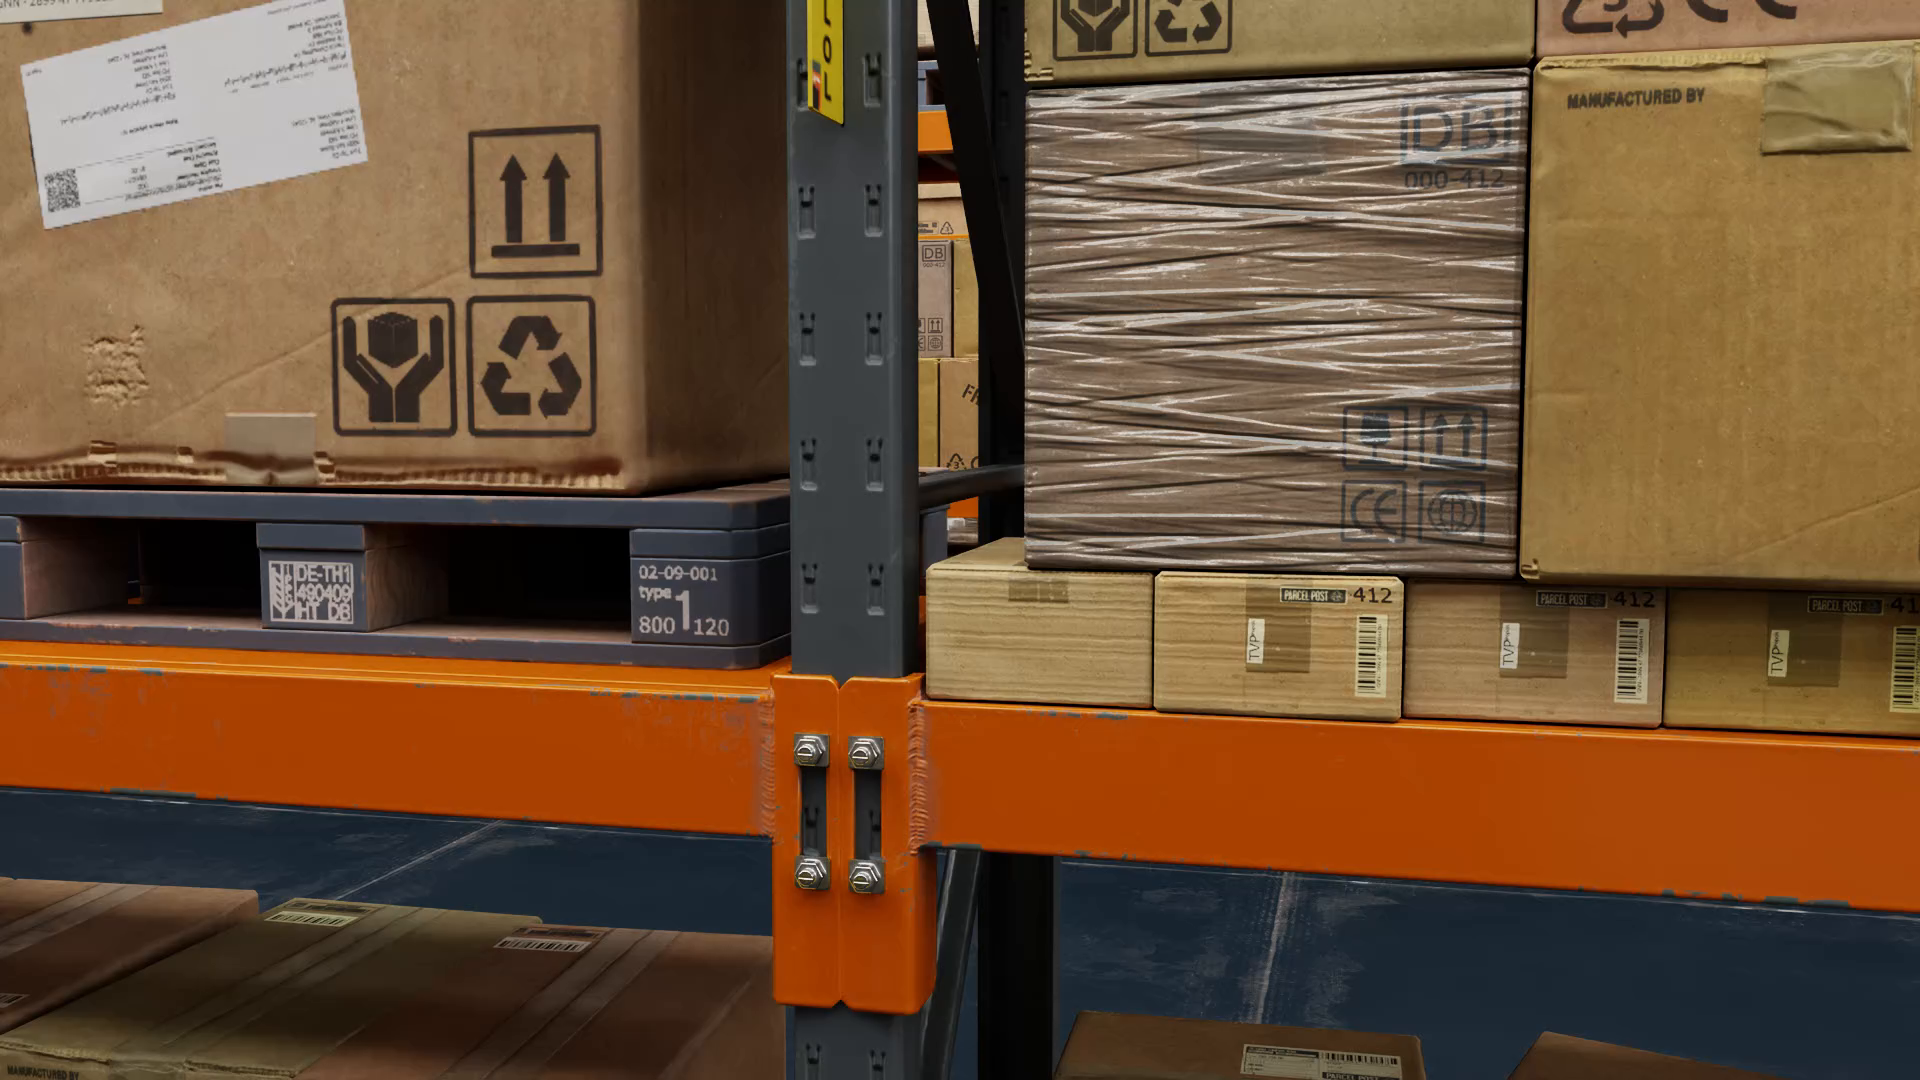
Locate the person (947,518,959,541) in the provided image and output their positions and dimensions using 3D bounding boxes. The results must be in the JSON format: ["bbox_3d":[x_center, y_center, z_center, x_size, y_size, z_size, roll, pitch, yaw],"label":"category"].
[{"bbox_3d":[-0.237,-0.049,9.421,0.545,1.771,0.531,3,6,32],"label":"person"}]
